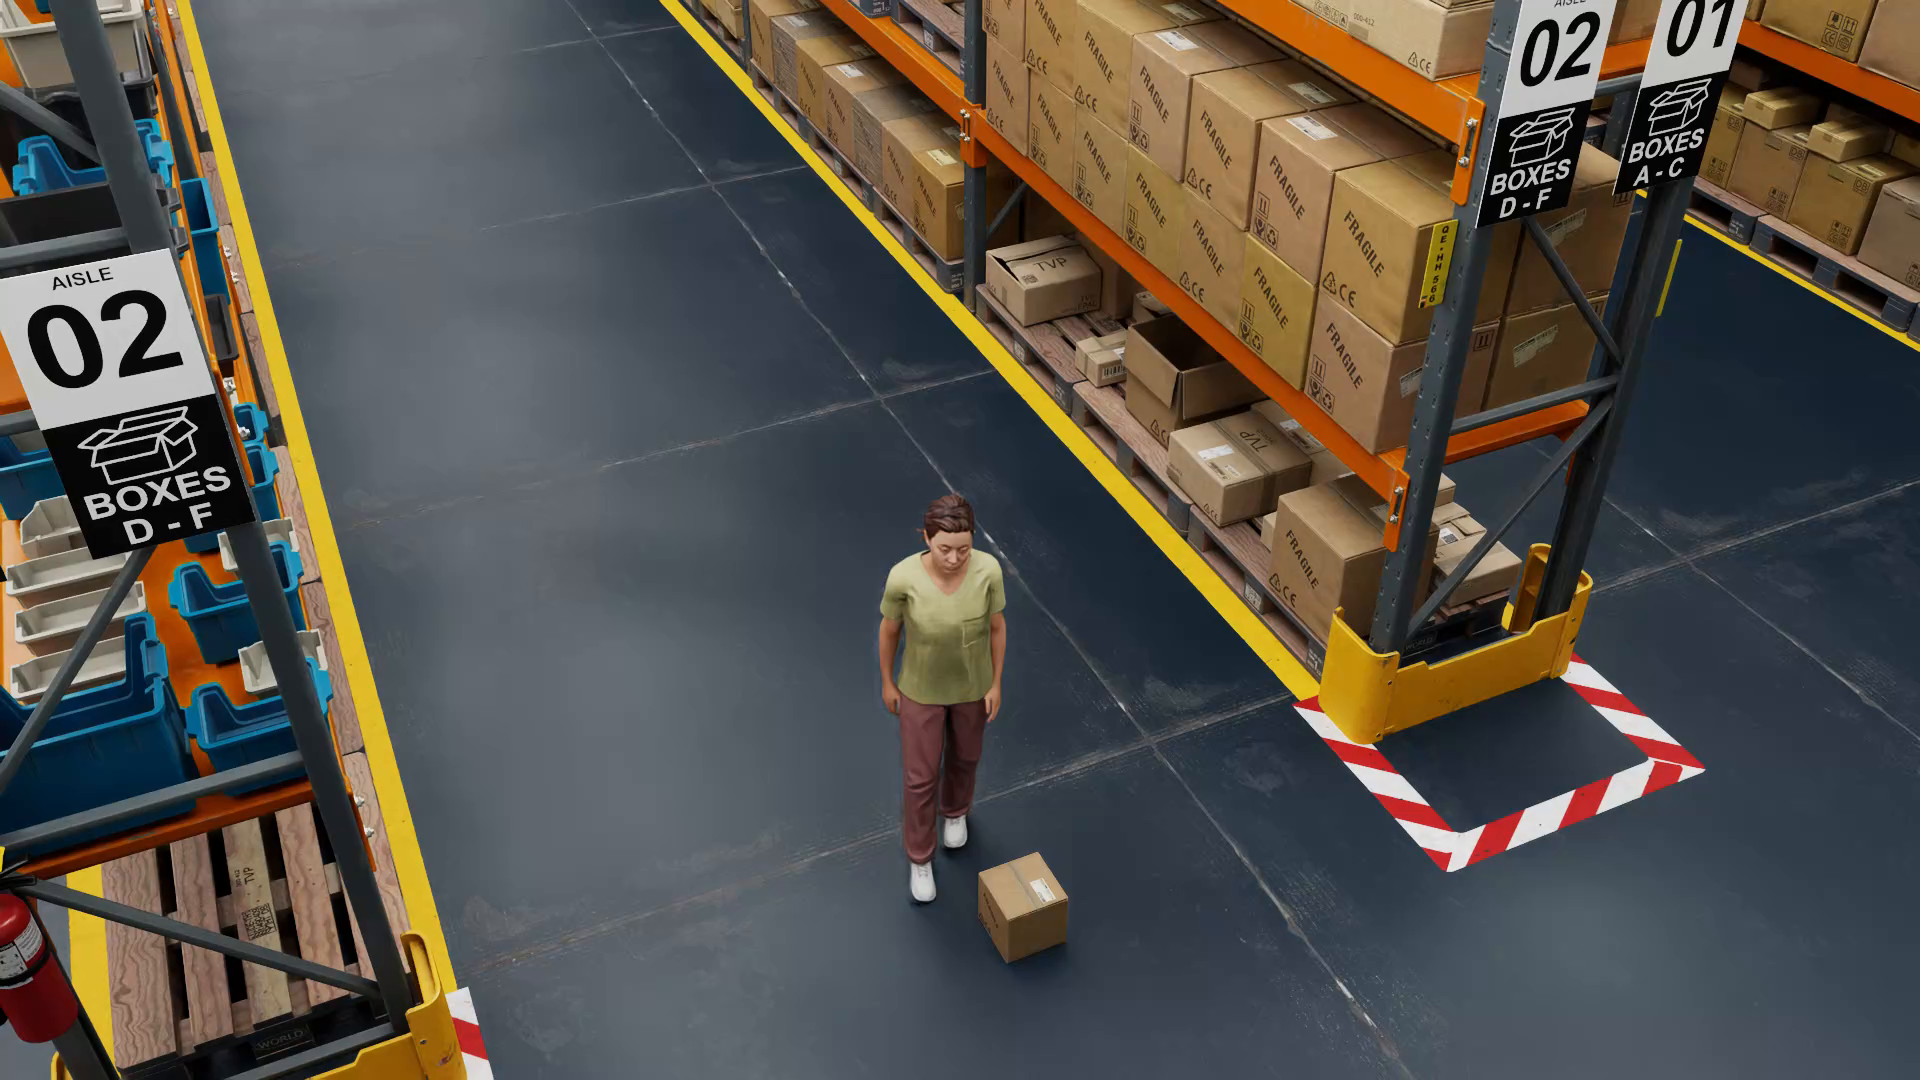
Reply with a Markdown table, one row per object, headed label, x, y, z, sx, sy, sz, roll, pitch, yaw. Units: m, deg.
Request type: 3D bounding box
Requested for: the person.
| label | x | y | z | sx | sy | sz | roll | pitch | yaw |
| --- | --- | --- | --- | --- | --- | --- | --- | --- | --- |
| person | -0.051 | 0.565 | 6.105 | 0.465 | 1.681 | 0.539 | -6 | 38 | -8 |
